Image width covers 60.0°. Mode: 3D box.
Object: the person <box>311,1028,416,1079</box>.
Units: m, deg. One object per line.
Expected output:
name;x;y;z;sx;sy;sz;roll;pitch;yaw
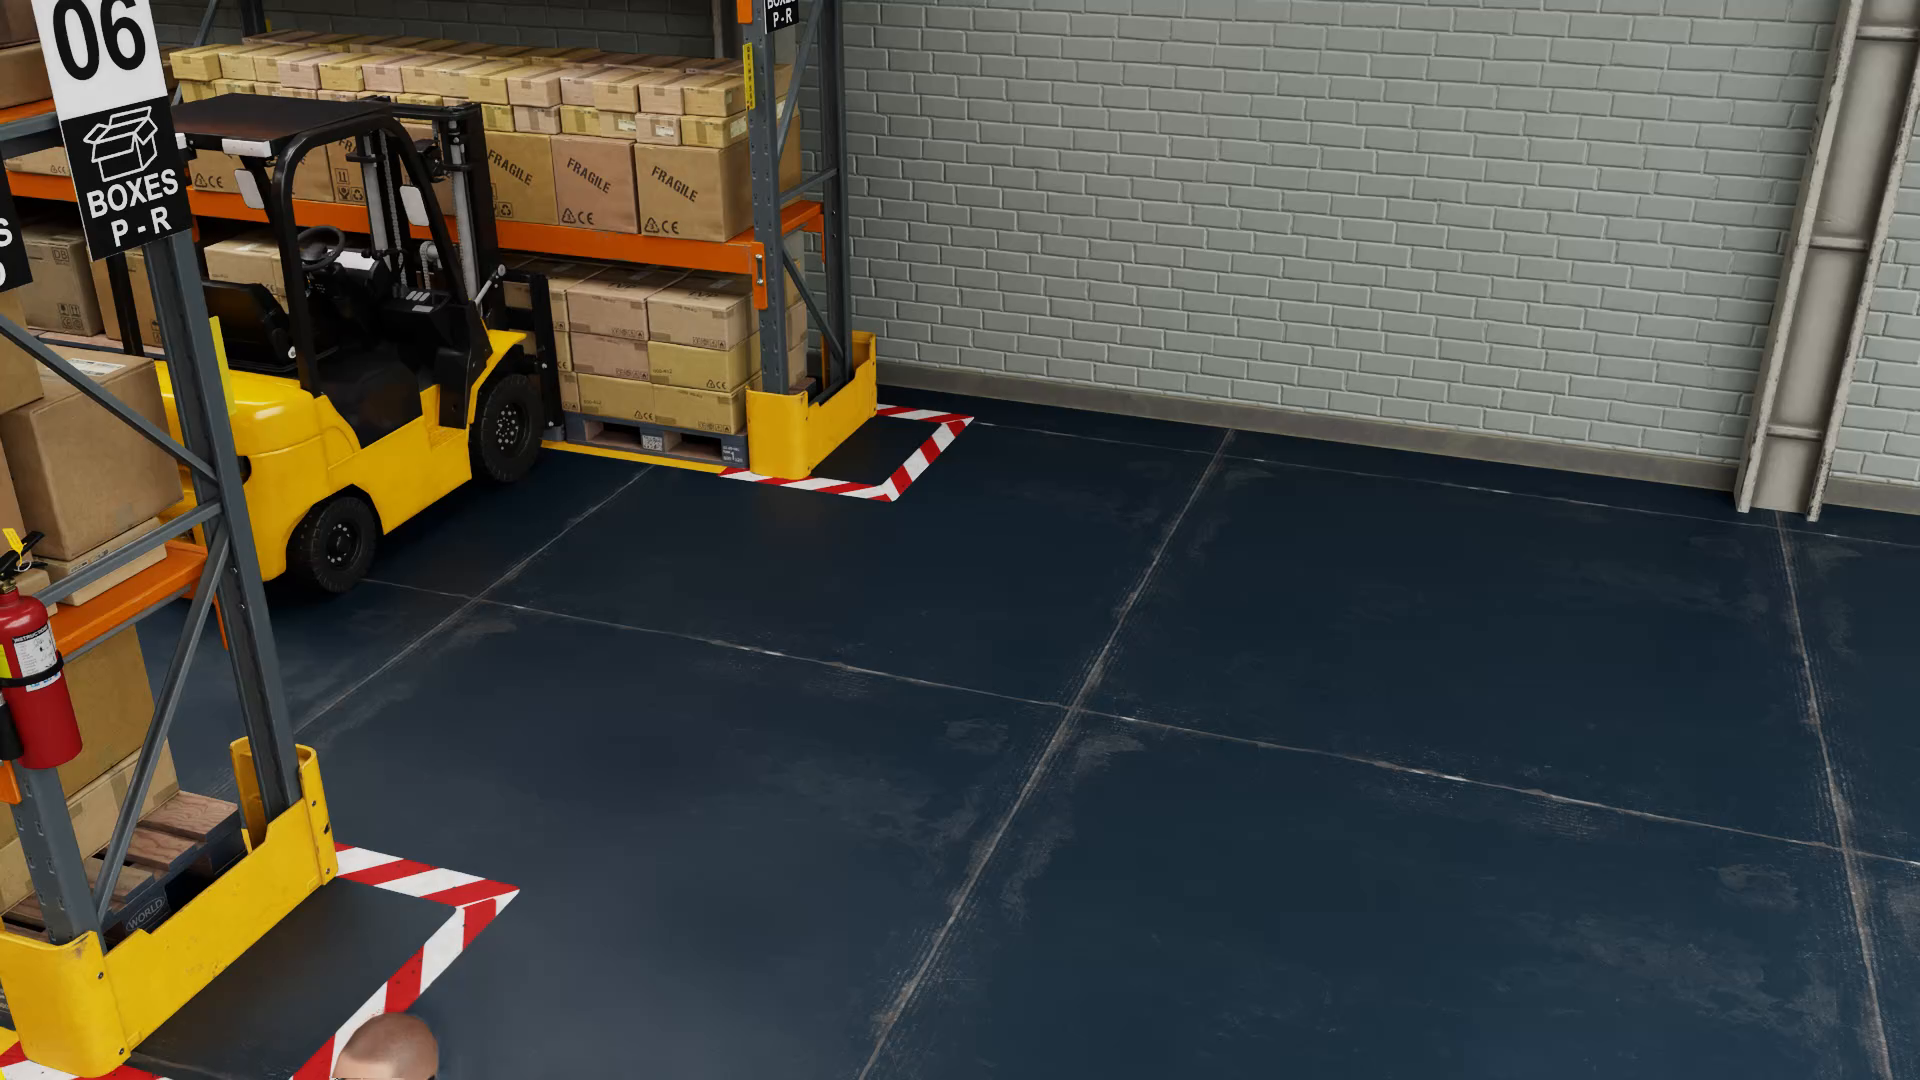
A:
person;-1.071;1.630;3.212;0.522;1.675;0.883;18;31;33
